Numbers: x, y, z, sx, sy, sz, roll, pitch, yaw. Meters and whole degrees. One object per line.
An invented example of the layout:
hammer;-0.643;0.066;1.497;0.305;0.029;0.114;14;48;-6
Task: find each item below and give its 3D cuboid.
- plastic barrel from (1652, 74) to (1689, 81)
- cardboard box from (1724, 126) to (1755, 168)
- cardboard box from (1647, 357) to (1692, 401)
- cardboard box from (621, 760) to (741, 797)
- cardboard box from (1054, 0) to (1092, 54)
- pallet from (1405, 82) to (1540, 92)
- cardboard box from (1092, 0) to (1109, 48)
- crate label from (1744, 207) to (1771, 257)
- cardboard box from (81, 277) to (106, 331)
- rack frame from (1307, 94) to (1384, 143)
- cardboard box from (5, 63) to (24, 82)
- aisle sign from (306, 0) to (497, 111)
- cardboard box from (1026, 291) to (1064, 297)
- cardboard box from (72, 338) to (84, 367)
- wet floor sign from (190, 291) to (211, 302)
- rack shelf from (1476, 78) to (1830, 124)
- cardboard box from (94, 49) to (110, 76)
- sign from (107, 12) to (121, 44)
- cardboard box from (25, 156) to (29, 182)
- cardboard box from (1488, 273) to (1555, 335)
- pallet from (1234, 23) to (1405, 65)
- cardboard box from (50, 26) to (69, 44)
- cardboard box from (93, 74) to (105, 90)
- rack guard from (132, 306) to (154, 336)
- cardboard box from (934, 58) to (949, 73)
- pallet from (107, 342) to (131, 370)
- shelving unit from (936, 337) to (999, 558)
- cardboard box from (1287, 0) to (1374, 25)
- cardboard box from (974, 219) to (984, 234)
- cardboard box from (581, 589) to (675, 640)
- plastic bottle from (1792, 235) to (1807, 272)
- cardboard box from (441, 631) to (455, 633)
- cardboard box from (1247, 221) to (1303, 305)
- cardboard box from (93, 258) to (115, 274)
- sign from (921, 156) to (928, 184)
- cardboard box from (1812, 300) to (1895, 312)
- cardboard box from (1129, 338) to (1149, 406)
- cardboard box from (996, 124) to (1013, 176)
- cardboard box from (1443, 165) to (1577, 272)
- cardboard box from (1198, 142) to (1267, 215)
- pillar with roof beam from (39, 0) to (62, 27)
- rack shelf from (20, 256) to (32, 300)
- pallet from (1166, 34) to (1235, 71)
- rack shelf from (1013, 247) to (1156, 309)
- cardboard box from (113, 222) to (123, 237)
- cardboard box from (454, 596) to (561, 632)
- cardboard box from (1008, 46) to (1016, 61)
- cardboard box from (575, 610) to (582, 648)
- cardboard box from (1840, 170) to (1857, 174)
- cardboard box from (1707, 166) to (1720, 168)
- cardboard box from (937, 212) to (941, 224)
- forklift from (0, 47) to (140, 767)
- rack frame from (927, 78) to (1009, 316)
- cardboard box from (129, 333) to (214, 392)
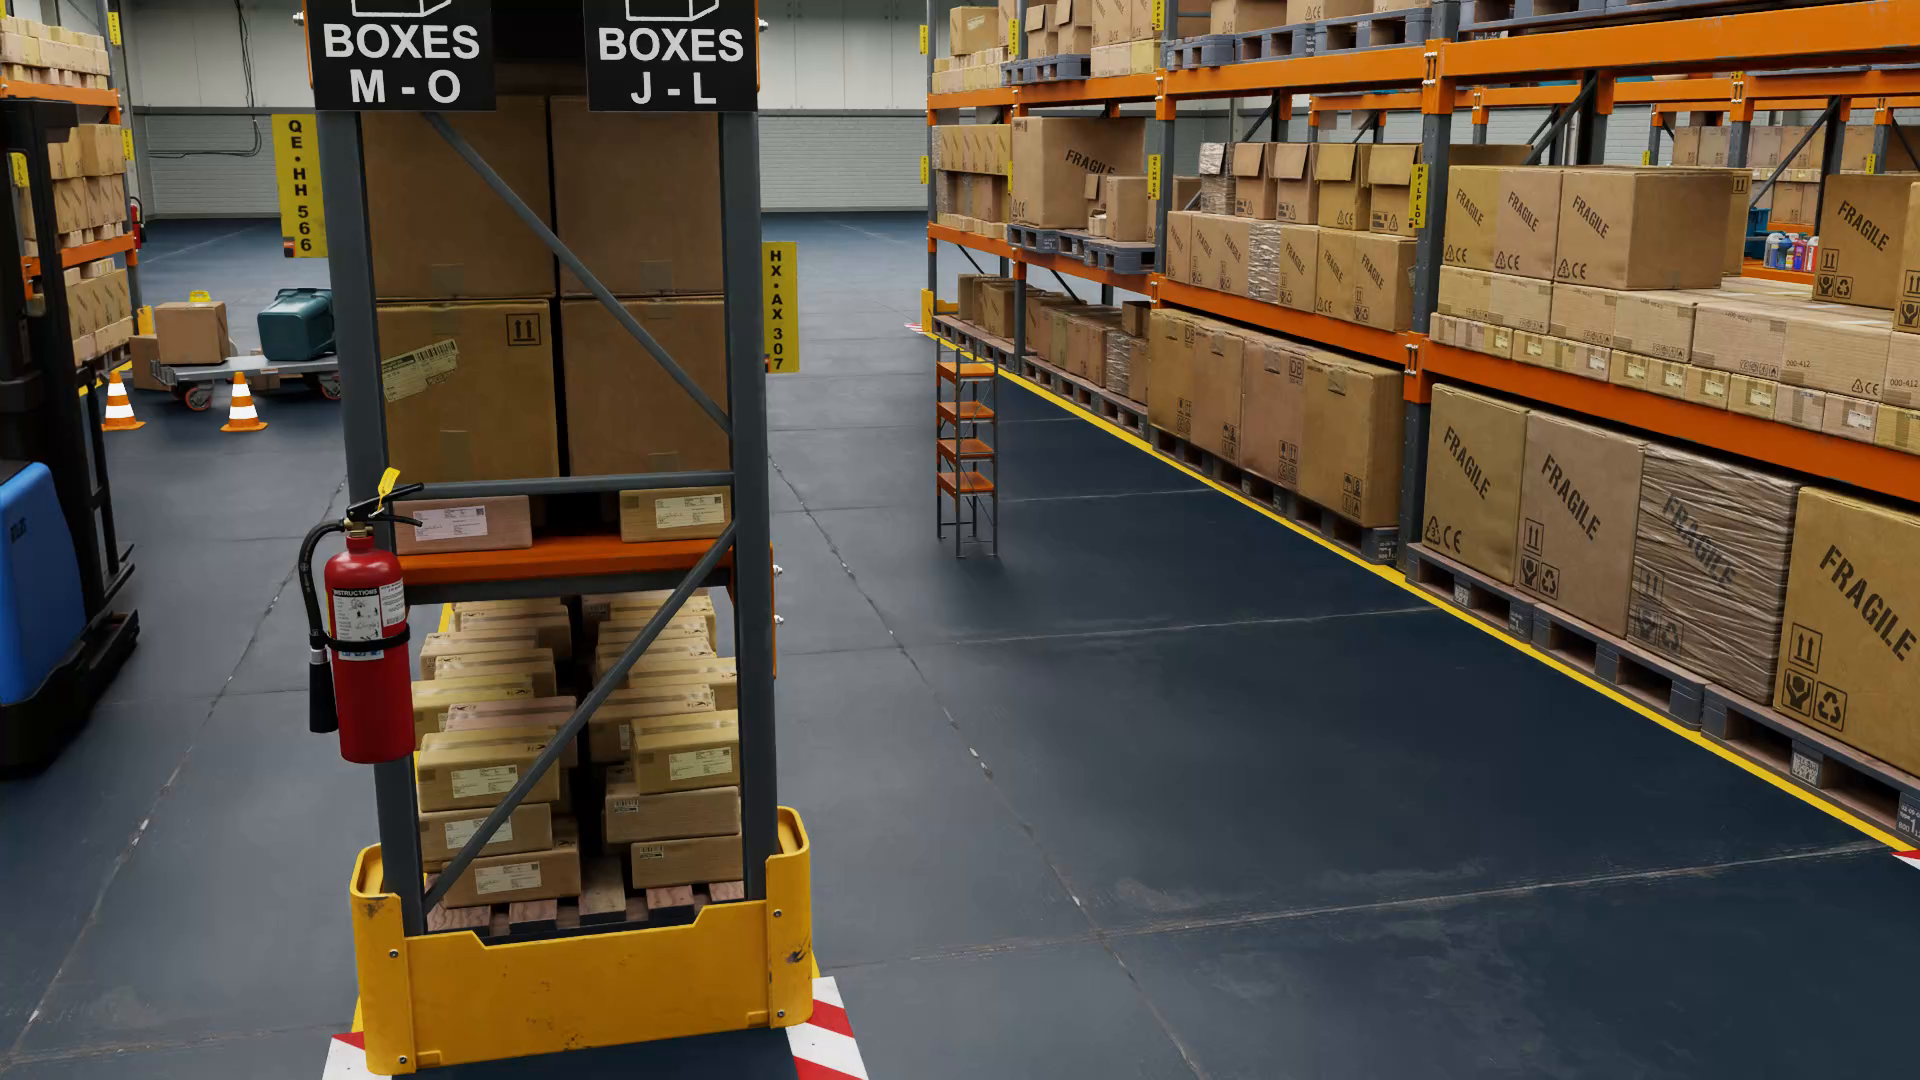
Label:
plastic barrel;6.272;-4.174;14.664;0.301;0.262;0.301;0;14;0
cardboard box;10.092;-4.946;20.906;0.700;0.500;0.500;-3;14;-13
cardboard box;3.100;-0.677;6.906;0.380;0.149;0.250;-3;14;-12
cardboard box;-0.866;0.706;5.213;0.380;0.149;0.250;-3;14;-13
cardboard box;1.280;-4.531;14.729;0.797;0.503;0.637;-3;14;-11
pallet;5.594;-4.953;17.958;1.213;0.211;1.003;-3;14;-13
cardboard box;1.396;-4.305;13.645;0.500;0.500;0.500;-3;14;-12
crate label;6.827;-2.765;14.851;0.502;0.435;0.616;-3;14;-13
cardboard box;-8.849;-2.346;16.539;0.500;0.500;0.500;-4;14;-15
rack frame;4.919;-4.349;21.410;1.000;3.000;0.127;-3;14;-13
cardboard box;-8.428;-4.083;14.527;0.380;0.149;0.250;-3;14;-13
aisle sign;-1.257;-1.358;3.690;0.394;0.787;0.004;-3;14;-13
cardboard box;0.847;-2.367;17.676;0.500;0.500;0.500;1;14;5
cardboard box;-8.601;-1.740;15.639;0.500;0.250;0.500;-2;14;-10
wet floor sign;-8.533;-2.481;18.722;0.267;0.644;0.232;2;14;6
rack shelf;6.328;-4.073;15.474;1.077;0.370;4.000;-3;14;-13
cardboard box;-9.146;-4.947;17.224;0.500;0.250;0.500;-3;14;-14
sign;-8.984;-5.435;17.666;0.100;0.325;0.005;-3;14;-13
cardboard box;-8.481;-3.391;14.541;0.700;0.500;0.500;-3;14;-14
cardboard box;2.891;-1.139;7.957;0.500;0.250;0.500;-3;14;-13
pallet;2.452;-3.190;10.741;1.003;0.211;1.213;-3;14;-11
cardboard box;-8.769;-4.830;15.906;0.380;0.149;0.250;-3;14;-12
cardboard box;-9.082;-4.734;17.192;0.380;0.149;0.250;-3;14;-13
rack guard;-9.510;-2.289;18.244;1.175;0.500;0.348;-3;14;-13
cardboard box;-0.089;-5.510;19.315;0.380;0.149;0.250;-3;14;-12
pallet;-9.354;-1.960;17.503;1.003;0.211;1.213;-3;14;-13
shelving unit;0.039;-0.545;9.628;0.258;1.200;0.503;-3;14;-13
cardboard box;2.484;-3.469;10.384;0.797;0.503;0.637;-3;14;-14
cardboard box;0.370;-3.409;18.088;0.380;0.149;0.250;-3;14;-13
cardboard box;-1.256;0.268;6.379;0.380;0.149;0.250;-3;14;-13
plastic bottle;6.618;-2.251;13.066;0.061;0.283;0.133;-3;14;-13
cardboard box;-1.776;0.441;6.298;0.380;0.149;0.250;-3;14;-13
cardboard box;2.196;-1.797;10.751;0.500;0.500;0.500;-3;14;-13
cardboard box;-8.935;-2.817;17.101;0.380;0.149;0.250;-3;14;-12
sign;-0.423;-4.464;20.053;0.100;0.325;0.005;-3;14;-13
cardboard box;3.769;-0.815;6.634;0.500;0.250;0.500;-4;14;-15
cardboard box;1.807;-1.381;13.598;0.700;0.500;0.500;-4;14;-16
cardboard box;0.671;-3.918;16.699;0.500;0.500;0.500;-3;14;-13
cardboard box;2.787;-1.616;8.332;0.500;0.500;0.500;-3;14;-13
cardboard box;2.139;-2.594;11.901;0.797;0.503;0.637;-3;14;-11
pillar with roof beam;-16.517;-11.724;38.952;9.100;9.000;0.400;-3;14;-13
rack shelf;-8.119;-1.787;12.439;1.077;0.370;4.000;-3;14;-13
pallet;2.186;-3.448;11.796;1.213;0.211;1.003;-3;14;-11
rack shelf;1.514;-2.340;14.700;1.077;0.370;4.000;-3;14;-13
cardboard box;-9.065;-3.272;17.530;0.380;0.149;0.250;-3;14;-14
cardboard box;-1.700;0.293;6.276;0.380;0.149;0.250;-3;14;-13
cardboard box;0.687;-4.787;16.358;0.380;0.149;0.250;-3;14;-11
cardboard box;-1.451;0.390;7.133;0.380;0.149;0.250;-4;14;-15
cardboard box;10.346;-4.174;19.112;0.380;0.149;0.250;-4;14;-14
cardboard box;9.796;-4.709;21.305;0.380;0.149;0.250;-4;14;-14
cardboard box;-0.060;-3.872;19.986;0.380;0.149;0.250;-3;14;-13
forklift;-4.361;-0.829;7.144;1.130;2.935;3.031;-4;14;-16
rack frame;0.105;-4.073;20.280;1.000;3.000;0.127;-3;14;-13
cardboard box;-7.518;-1.708;15.860;0.500;0.500;0.500;7;15;26
